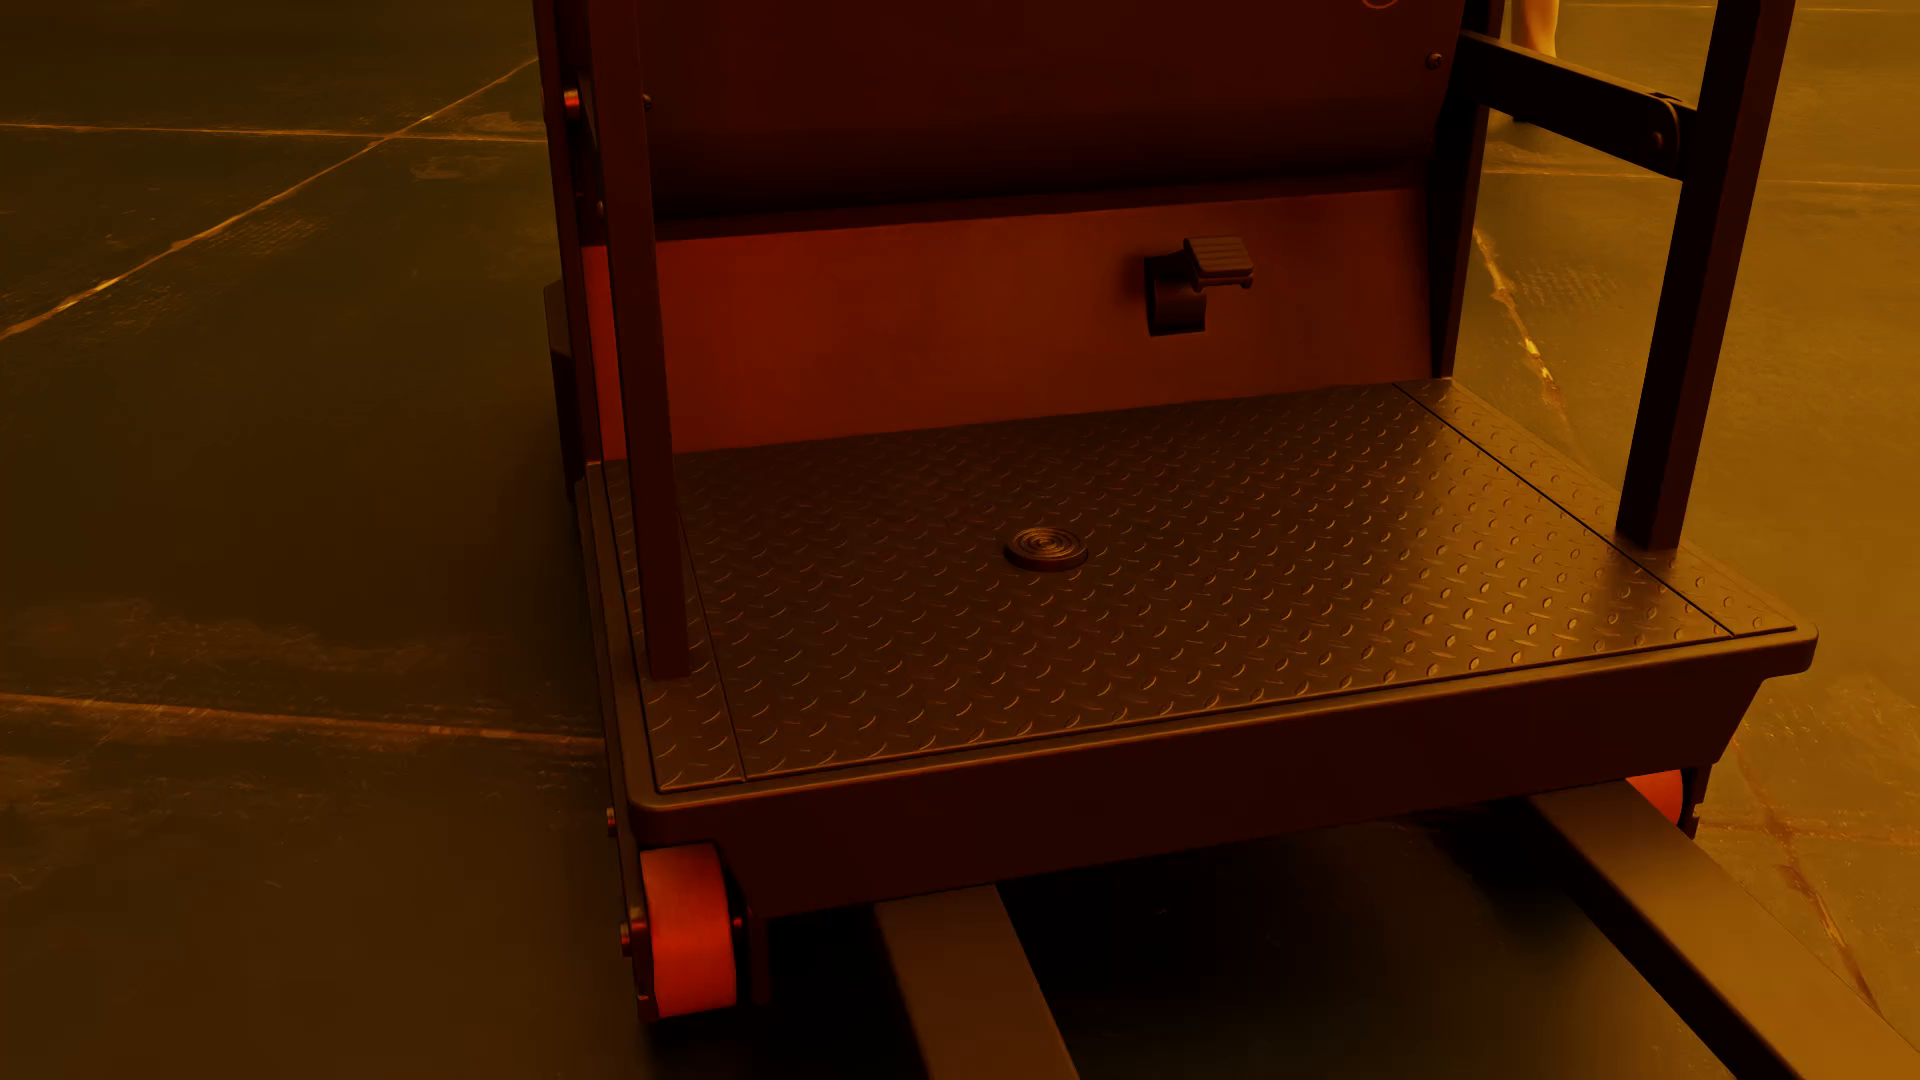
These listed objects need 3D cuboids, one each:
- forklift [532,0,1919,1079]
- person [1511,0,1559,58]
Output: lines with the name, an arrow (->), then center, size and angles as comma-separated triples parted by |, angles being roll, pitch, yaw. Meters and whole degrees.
forklift -> 0.153, -1.049, 1.319 | 1.130, 2.935, 3.031 | -7, 27, -13
person -> 1.541, -2.040, 4.696 | 0.550, 1.673, 0.548 | 3, 27, 6
